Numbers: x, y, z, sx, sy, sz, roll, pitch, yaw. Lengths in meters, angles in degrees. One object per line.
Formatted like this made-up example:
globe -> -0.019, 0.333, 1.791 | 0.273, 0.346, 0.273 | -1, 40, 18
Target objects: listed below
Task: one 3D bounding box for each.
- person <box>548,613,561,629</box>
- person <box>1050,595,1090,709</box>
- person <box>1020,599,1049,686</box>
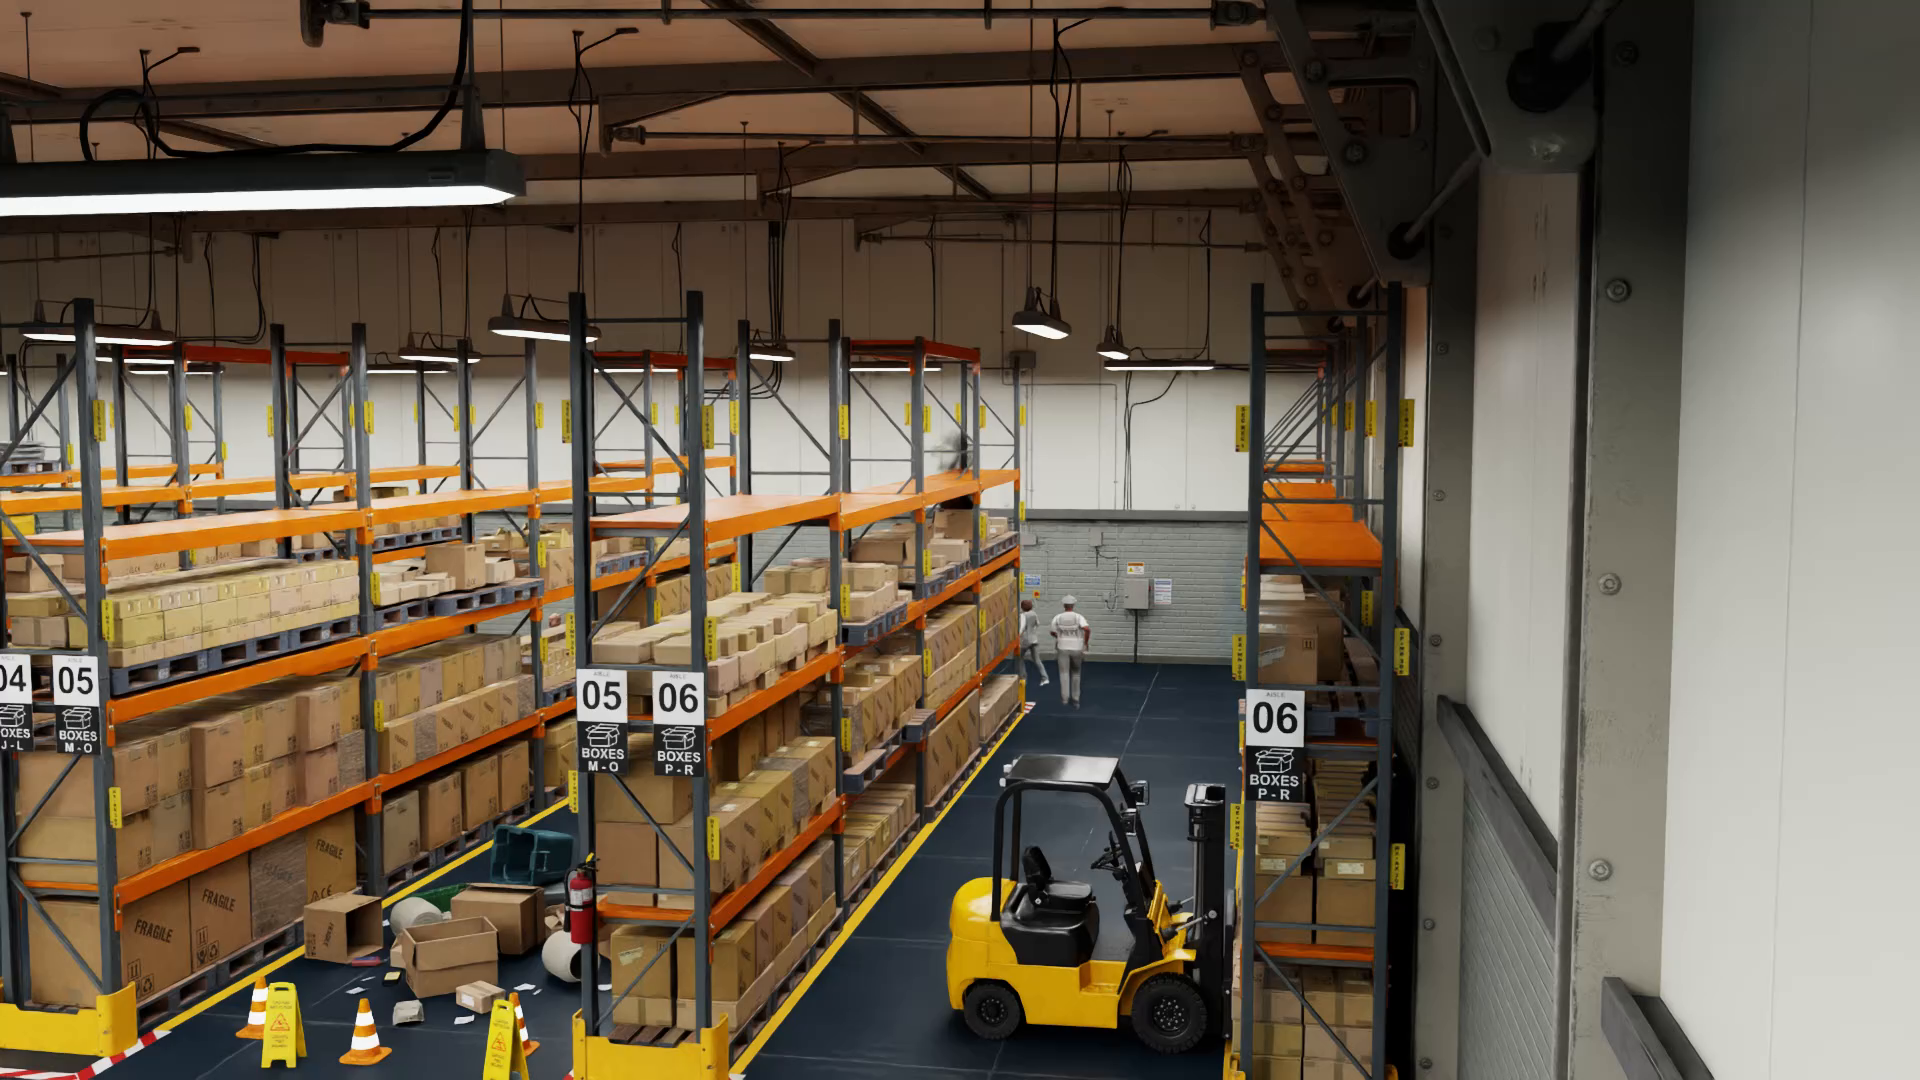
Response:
person -> -6.551, 2.089, 27.354 | 0.709, 1.802, 0.881 | 2, 5, 21
person -> 1.779, 1.851, 26.977 | 0.632, 1.901, 0.752 | 0, 5, 0
person -> 1.179, 1.840, 29.409 | 0.600, 1.605, 0.731 | -4, 6, -38
